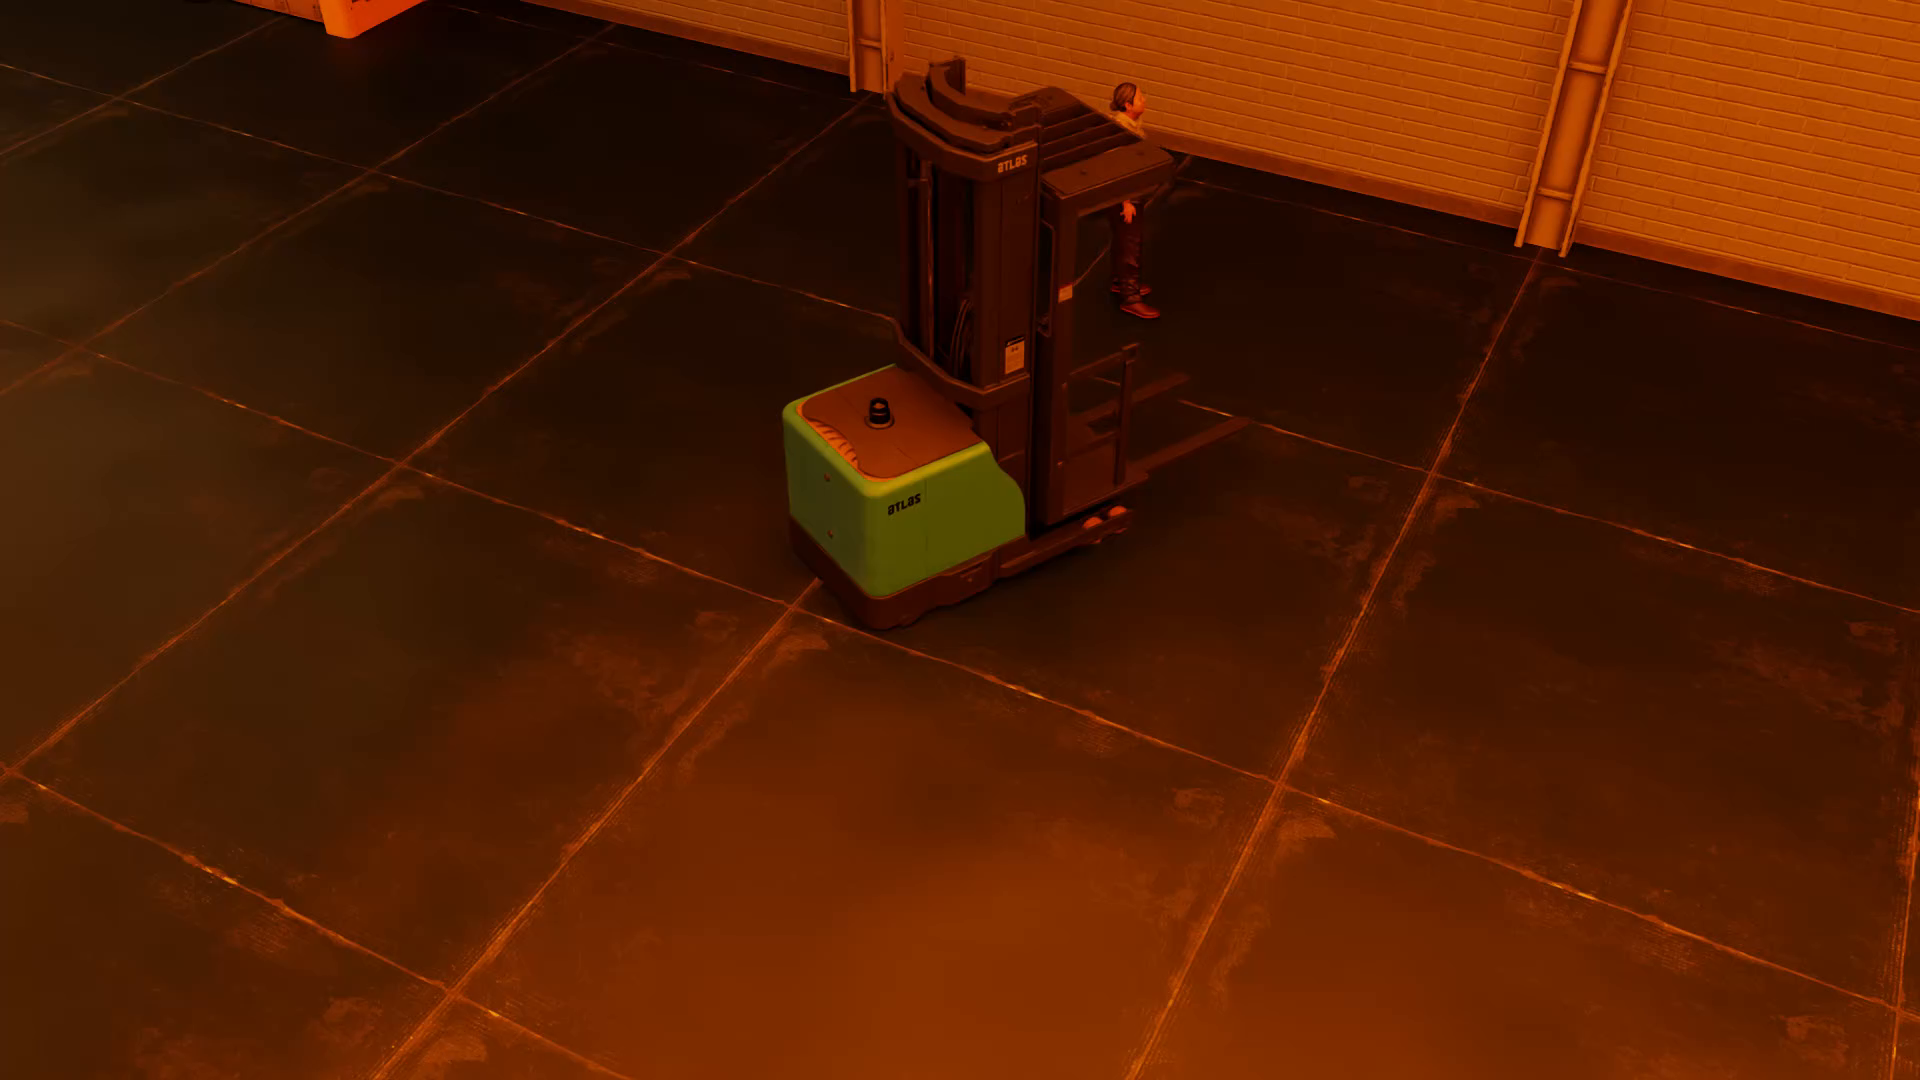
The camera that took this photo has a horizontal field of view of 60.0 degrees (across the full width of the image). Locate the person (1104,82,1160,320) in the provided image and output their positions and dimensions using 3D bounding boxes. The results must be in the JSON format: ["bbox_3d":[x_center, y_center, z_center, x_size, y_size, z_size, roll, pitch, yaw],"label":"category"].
[{"bbox_3d":[1.275,-2.451,11.883,0.504,1.650,0.596,8,41,10],"label":"person"}]

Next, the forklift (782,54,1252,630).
[{"bbox_3d":[0.467,-1.354,9.594,3.031,2.935,1.130,-24,46,-26],"label":"forklift"}]
